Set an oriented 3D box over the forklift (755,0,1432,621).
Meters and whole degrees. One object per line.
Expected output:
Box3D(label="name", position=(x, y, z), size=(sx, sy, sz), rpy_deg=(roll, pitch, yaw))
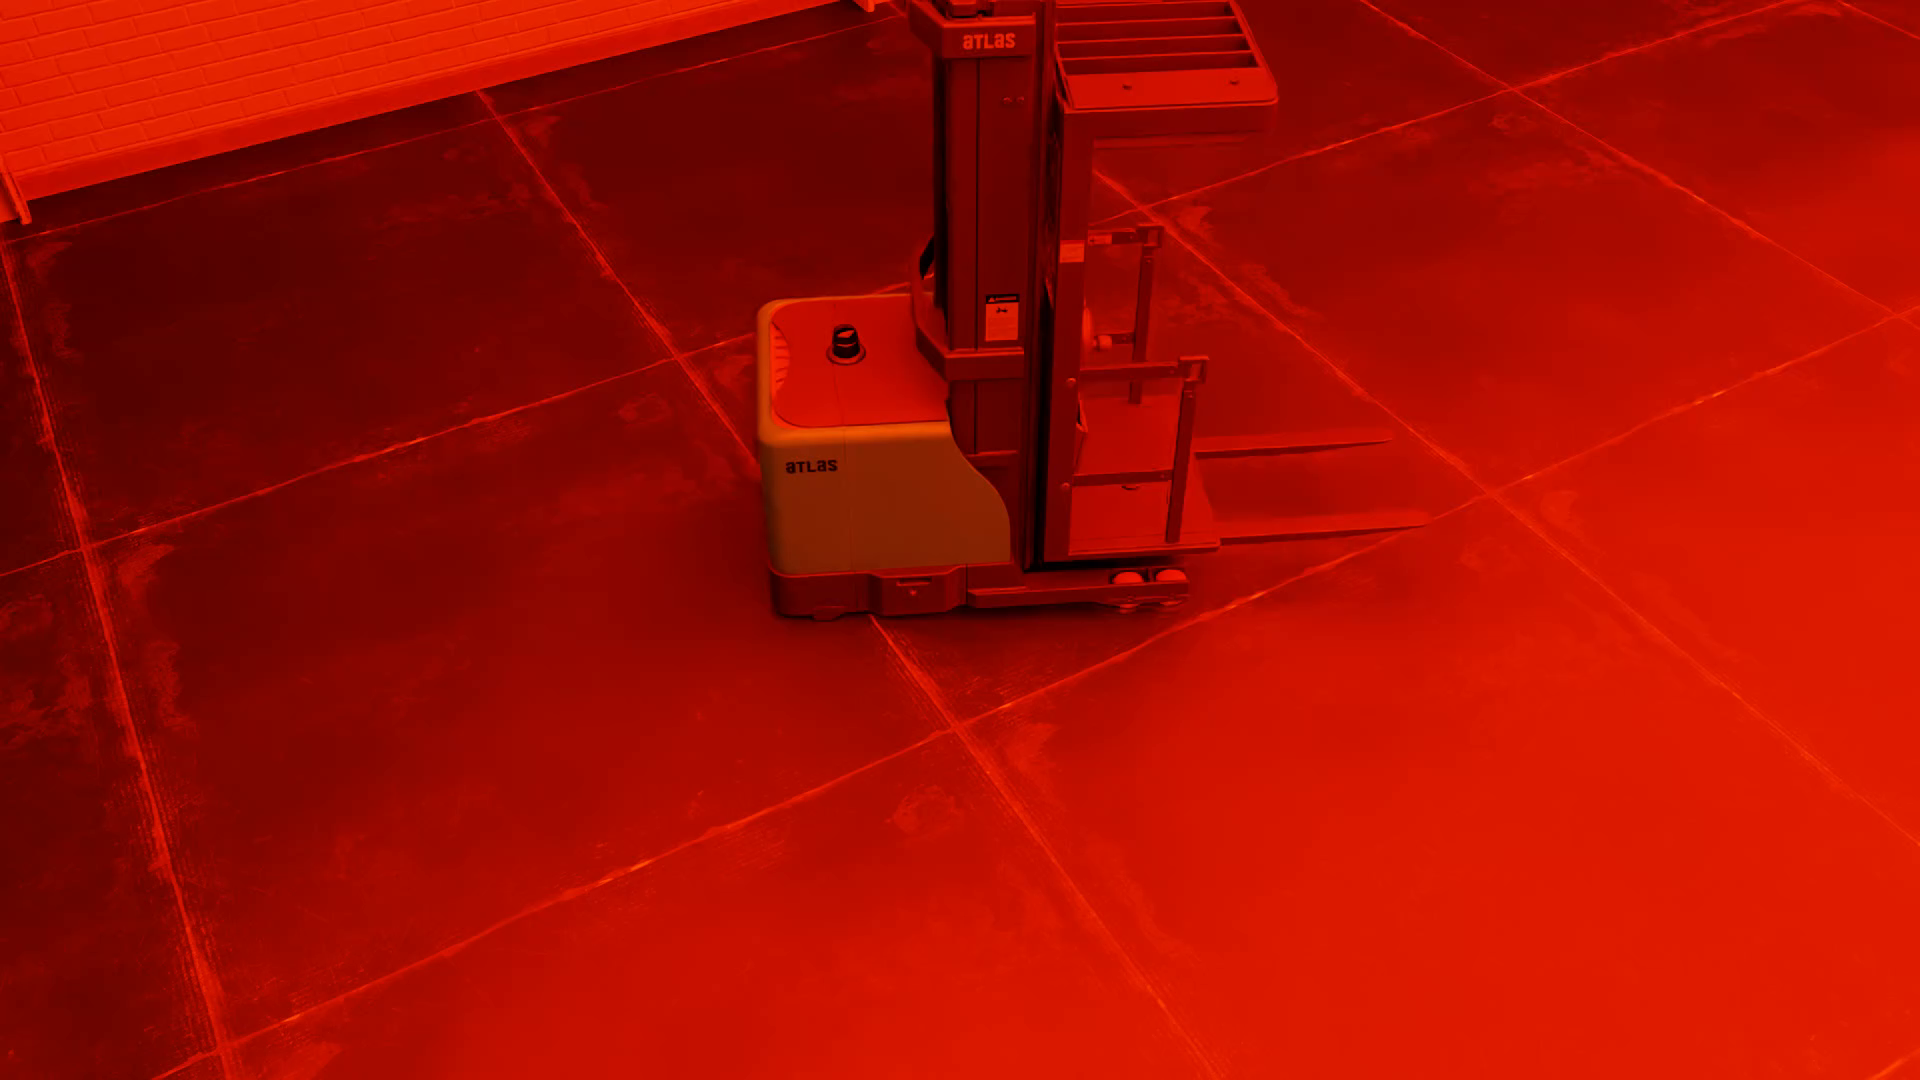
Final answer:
Box3D(label="forklift", position=(0.625, -1.126, 6.912), size=(3.031, 2.935, 1.130), rpy_deg=(-3, 43, -4))
